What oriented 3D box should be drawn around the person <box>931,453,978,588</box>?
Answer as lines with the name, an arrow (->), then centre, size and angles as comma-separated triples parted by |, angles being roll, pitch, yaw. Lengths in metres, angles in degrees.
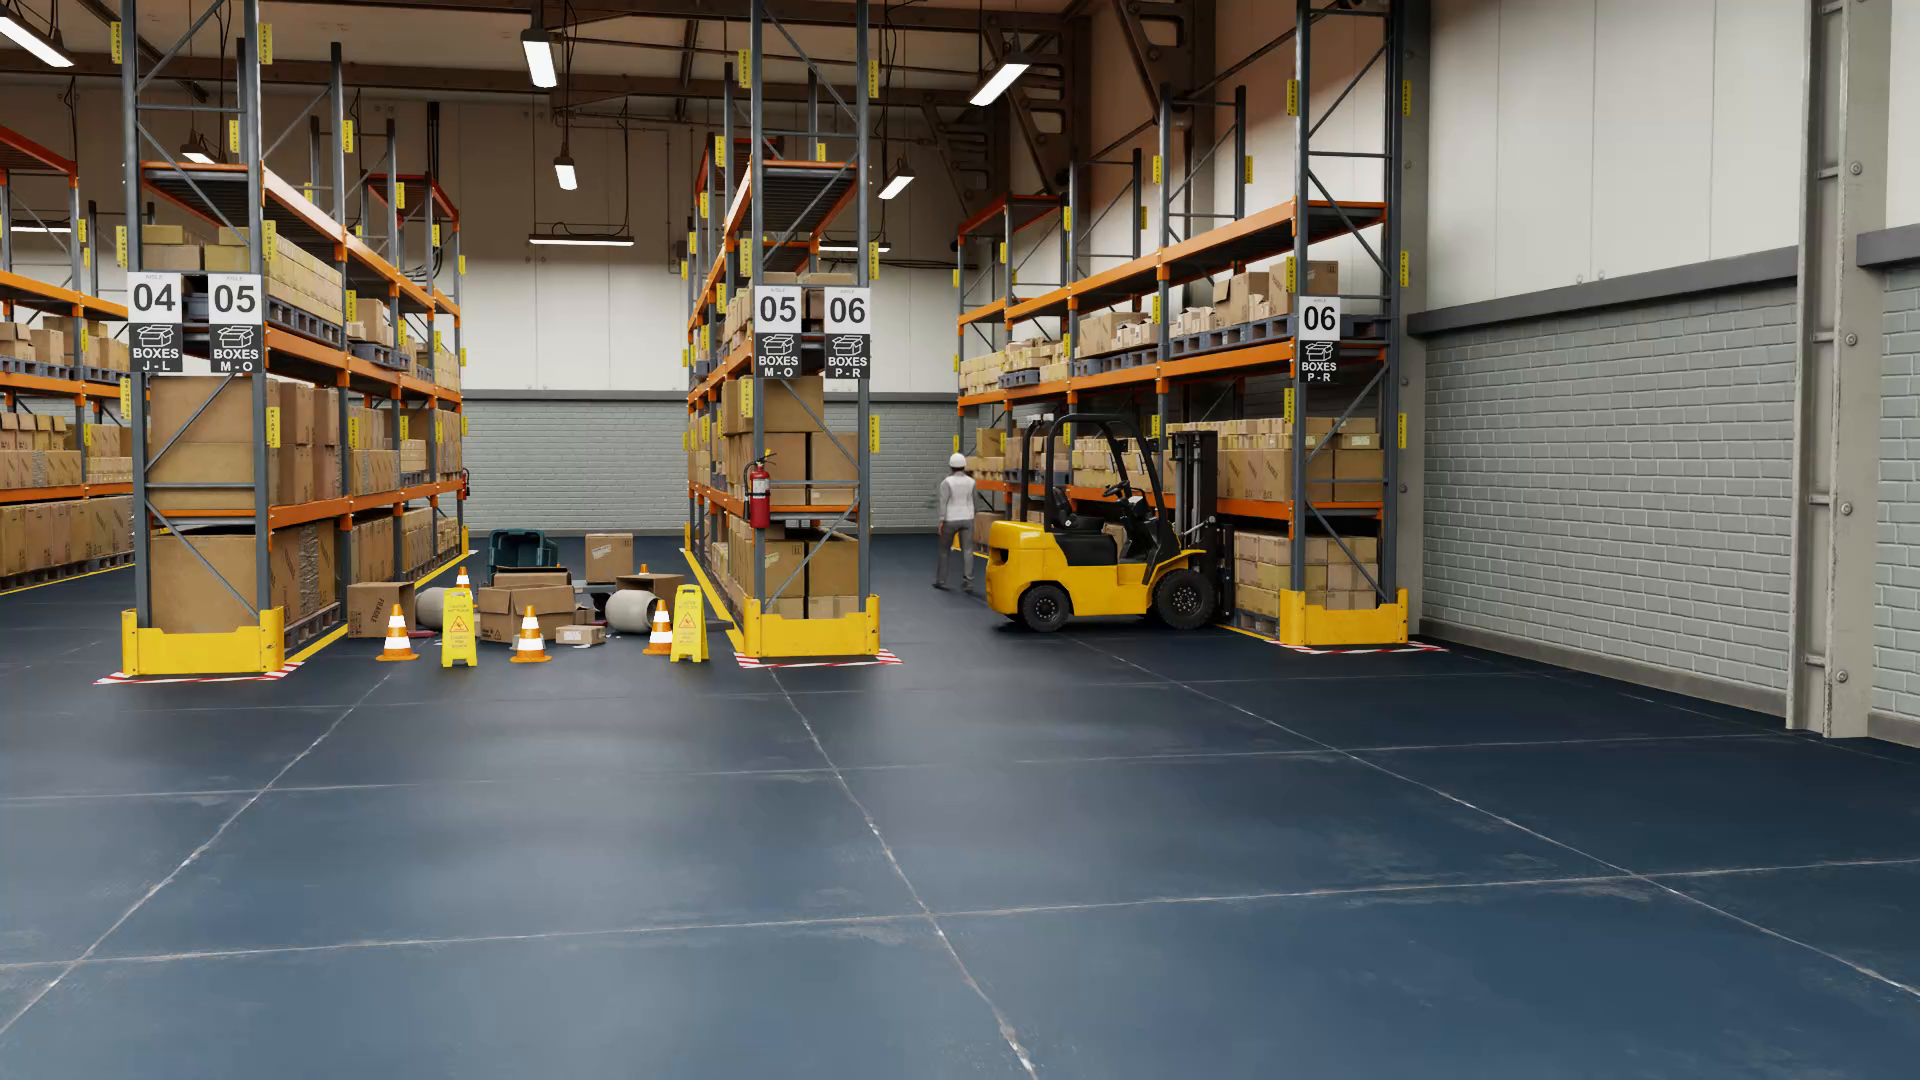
person -> -0.053, -0.256, 21.512 | 0.576, 1.736, 0.946 | -1, 3, -14
